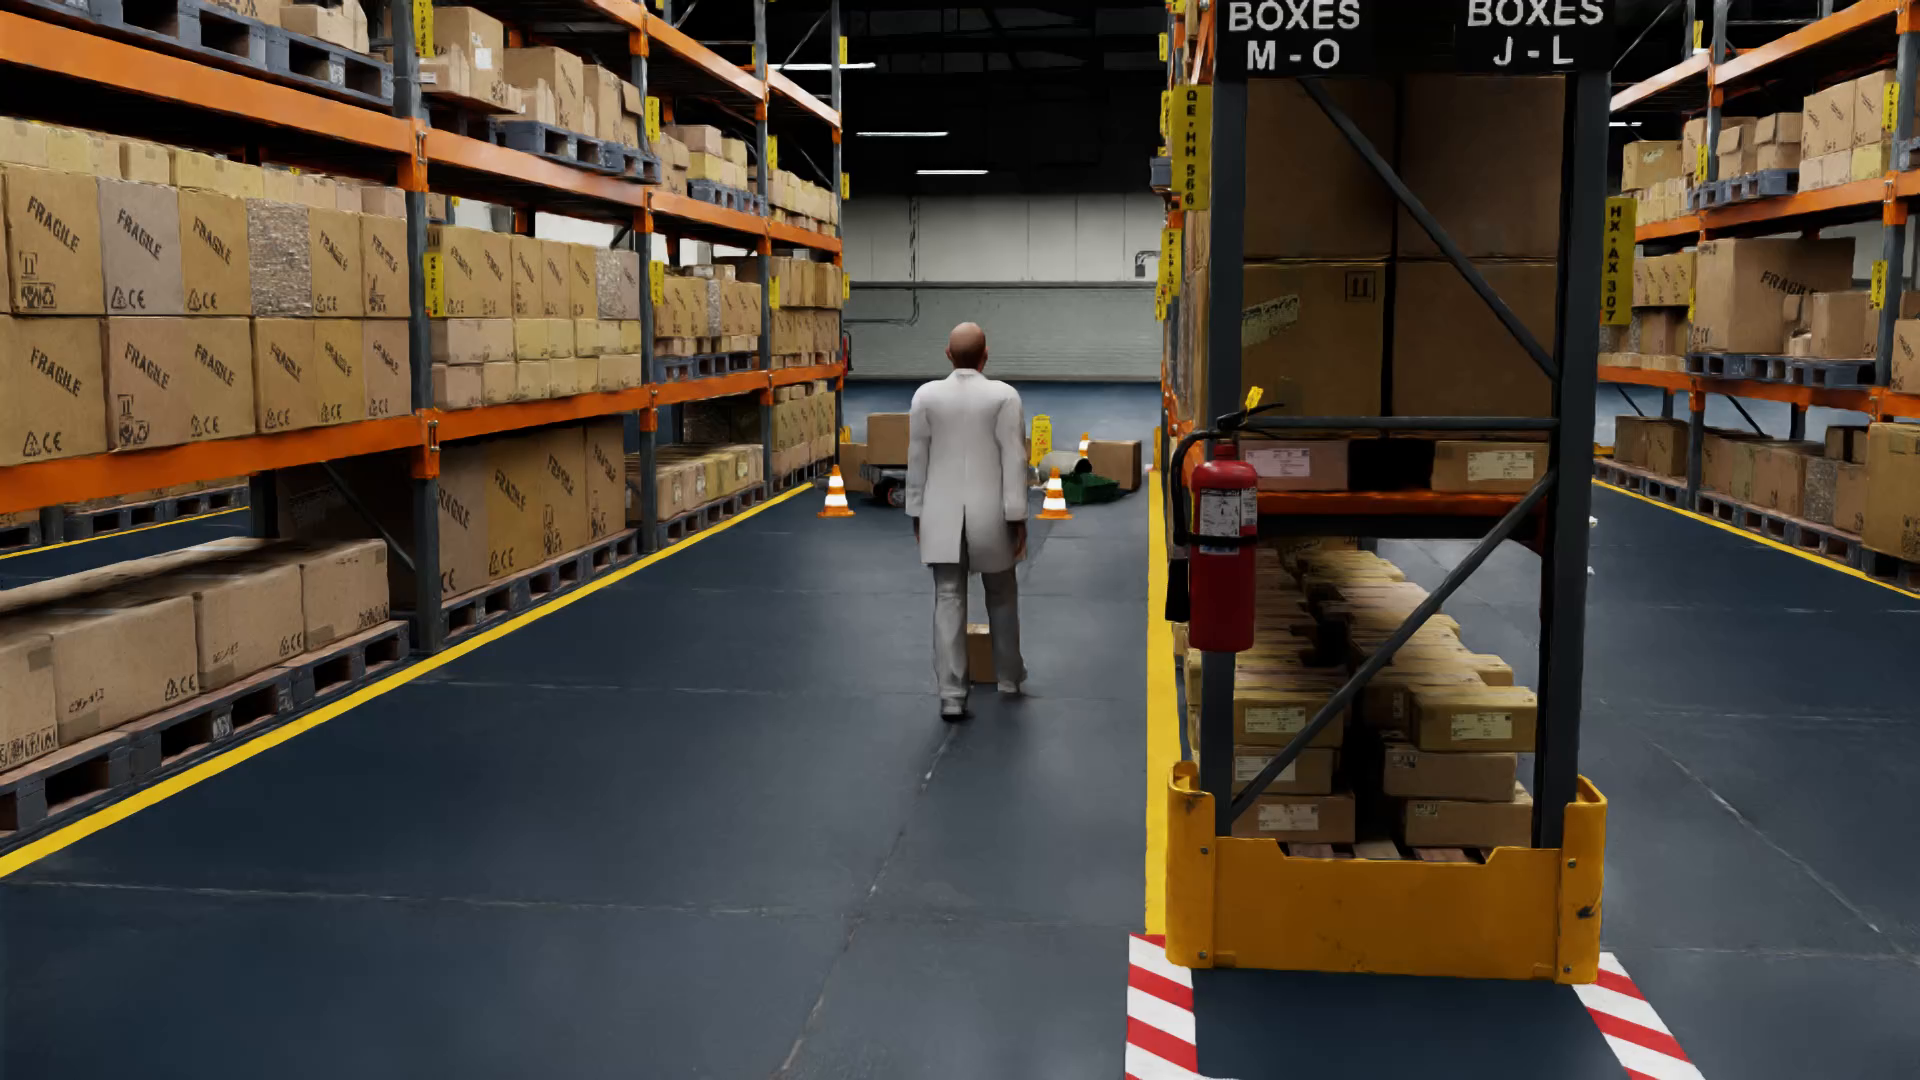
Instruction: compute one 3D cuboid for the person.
[{"bbox_3d":[0.045,-0.125,7.744,0.586,1.766,0.829,1,7,6],"label":"person"}]
